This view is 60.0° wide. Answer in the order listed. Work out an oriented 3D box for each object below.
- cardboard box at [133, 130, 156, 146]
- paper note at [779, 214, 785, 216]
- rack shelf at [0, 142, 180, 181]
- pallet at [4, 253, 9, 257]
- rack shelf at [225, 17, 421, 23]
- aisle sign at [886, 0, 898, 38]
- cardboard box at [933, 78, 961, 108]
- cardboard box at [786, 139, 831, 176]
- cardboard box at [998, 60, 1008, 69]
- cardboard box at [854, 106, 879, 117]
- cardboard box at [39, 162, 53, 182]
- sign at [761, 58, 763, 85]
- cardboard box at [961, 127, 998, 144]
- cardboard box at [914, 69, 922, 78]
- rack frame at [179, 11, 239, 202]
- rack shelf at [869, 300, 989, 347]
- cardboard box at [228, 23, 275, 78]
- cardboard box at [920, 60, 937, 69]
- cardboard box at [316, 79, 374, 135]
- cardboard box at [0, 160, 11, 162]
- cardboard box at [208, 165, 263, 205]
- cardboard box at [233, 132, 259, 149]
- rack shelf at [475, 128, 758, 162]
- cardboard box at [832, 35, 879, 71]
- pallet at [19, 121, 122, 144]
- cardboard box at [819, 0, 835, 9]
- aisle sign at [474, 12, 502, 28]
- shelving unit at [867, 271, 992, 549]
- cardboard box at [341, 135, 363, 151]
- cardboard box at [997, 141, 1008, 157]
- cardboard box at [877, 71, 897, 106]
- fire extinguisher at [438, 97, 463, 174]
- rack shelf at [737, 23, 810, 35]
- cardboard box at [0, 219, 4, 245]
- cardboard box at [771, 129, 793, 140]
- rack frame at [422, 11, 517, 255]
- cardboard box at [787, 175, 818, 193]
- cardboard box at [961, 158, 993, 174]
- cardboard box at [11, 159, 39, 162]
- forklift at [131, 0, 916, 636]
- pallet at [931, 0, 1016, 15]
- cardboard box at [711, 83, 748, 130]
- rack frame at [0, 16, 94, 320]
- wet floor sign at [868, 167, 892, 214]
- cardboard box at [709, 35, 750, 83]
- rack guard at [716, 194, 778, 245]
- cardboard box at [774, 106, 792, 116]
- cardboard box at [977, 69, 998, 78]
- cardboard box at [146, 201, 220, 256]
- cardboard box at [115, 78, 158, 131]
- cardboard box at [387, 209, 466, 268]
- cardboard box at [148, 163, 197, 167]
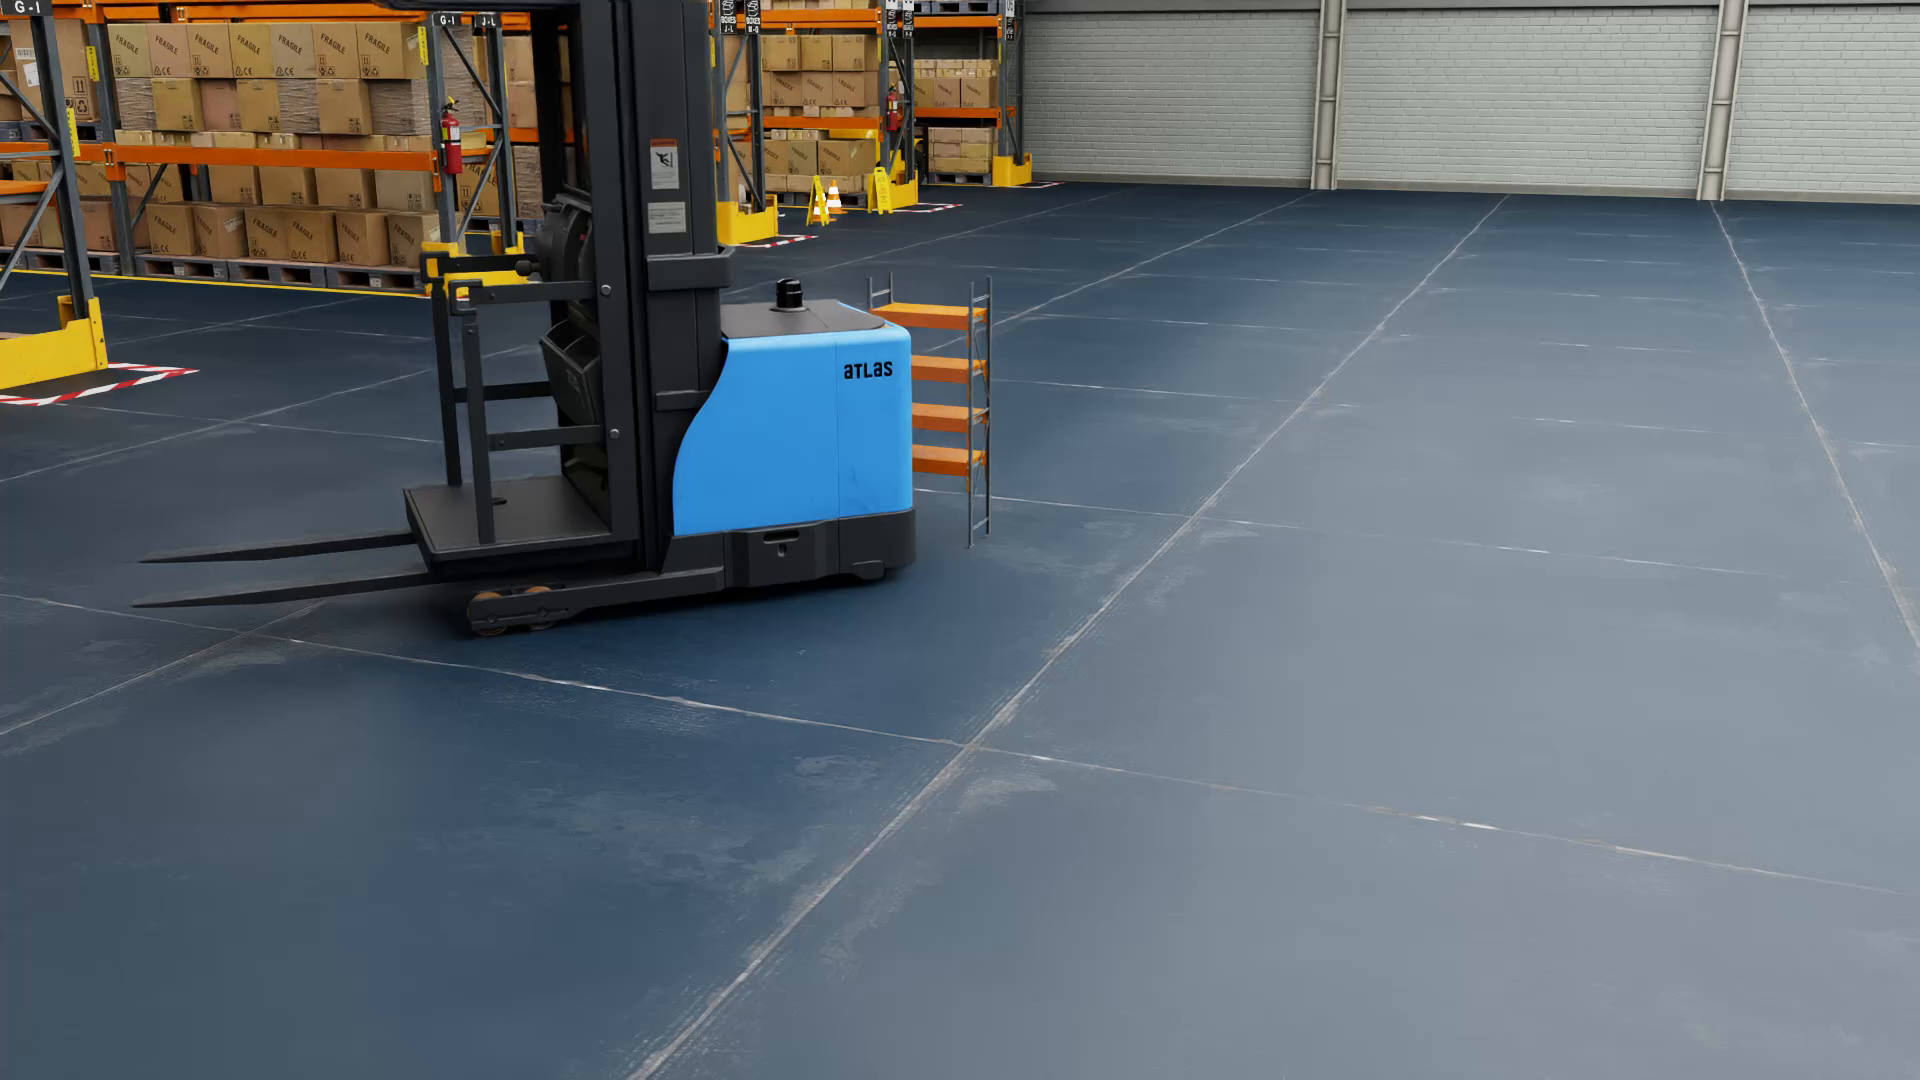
[{"bbox_3d":[-7.964,-3.997,16.513,0.250,0.149,0.380,6,17,21],"label":"cardboard box"},{"bbox_3d":[-2.534,-4.562,23.334,0.142,0.019,0.148,0,16,1],"label":"paper note"},{"bbox_3d":[-10.142,-4.106,17.727,4.000,0.370,1.077,6,17,21],"label":"rack shelf"},{"bbox_3d":[-11.276,-3.236,18.443,1.213,0.211,1.003,6,17,21],"label":"pallet"},{"bbox_3d":[-10.227,-8.526,27.571,4.000,0.370,1.077,6,17,21],"label":"rack shelf"},{"bbox_3d":[-0.973,-7.575,23.722,0.004,0.787,0.394,6,17,21],"label":"aisle sign"},{"bbox_3d":[-0.140,-7.781,28.917,0.500,0.500,0.500,7,18,22],"label":"cardboard box"},{"bbox_3d":[-2.252,-5.716,24.816,0.500,0.500,0.500,7,18,23],"label":"cardboard box"},{"bbox_3d":[0.659,-8.288,28.965,0.250,0.149,0.380,6,17,20],"label":"cardboard box"},{"bbox_3d":[-1.351,-6.270,24.341,0.250,0.149,0.380,7,18,22],"label":"cardboard box"},{"bbox_3d":[-12.727,-5.144,23.744,0.500,0.500,0.500,7,18,23],"label":"cardboard box"},{"bbox_3d":[-2.438,-5.711,20.270,0.005,0.325,0.100,6,17,21],"label":"sign"},{"bbox_3d":[0.350,-7.023,28.870,0.500,0.250,0.500,7,18,22],"label":"cardboard box"},{"bbox_3d":[-0.734,-8.143,28.999,0.250,0.149,0.380,6,17,21],"label":"cardboard box"},{"bbox_3d":[-10.089,-5.932,22.727,0.127,3.000,1.000,6,17,21],"label":"rack frame"},{"bbox_3d":[-0.136,-0.972,7.460,0.480,0.148,0.258,7,17,22],"label":"rack shelf"},{"bbox_3d":[-6.557,-4.656,15.823,0.500,0.500,0.500,6,17,21],"label":"cardboard box"},{"bbox_3d":[-0.499,-8.259,28.867,0.250,0.149,0.380,7,18,22],"label":"cardboard box"},{"bbox_3d":[-5.571,-4.112,15.744,0.500,0.500,0.875,6,17,21],"label":"cardboard box"},{"bbox_3d":[-14.289,-5.592,24.849,0.250,0.149,0.380,7,18,23],"label":"cardboard box"},{"bbox_3d":[-9.555,-4.968,22.687,0.750,0.750,1.050,6,17,20],"label":"cardboard box"},{"bbox_3d":[-6.792,-3.876,16.096,0.250,0.149,0.380,6,17,21],"label":"cardboard box"},{"bbox_3d":[-4.507,-4.973,20.713,4.000,0.370,1.077,6,17,21],"label":"rack shelf"},{"bbox_3d":[-1.480,-7.074,24.156,0.500,0.500,0.700,6,17,19],"label":"cardboard box"},{"bbox_3d":[-8.939,-4.271,17.348,1.213,0.211,1.003,6,17,21],"label":"pallet"},{"bbox_3d":[-1.837,-7.745,24.041,0.250,0.149,0.380,7,18,22],"label":"cardboard box"},{"bbox_3d":[-4.393,-5.157,15.396,0.004,0.787,0.394,6,17,21],"label":"aisle sign"},{"bbox_3d":[-0.136,-0.595,7.570,0.503,1.200,0.258,7,17,22],"label":"shelving unit"},{"bbox_3d":[-5.612,-3.760,15.696,0.250,0.149,0.380,6,17,21],"label":"cardboard box"},{"bbox_3d":[0.532,-6.919,29.408,0.500,0.250,0.500,7,17,22],"label":"cardboard box"},{"bbox_3d":[-1.263,-6.719,24.725,0.500,0.500,0.500,6,17,20],"label":"cardboard box"},{"bbox_3d":[-4.623,-3.669,15.071,0.183,0.674,0.296,6,17,21],"label":"fire extinguisher"},{"bbox_3d":[-4.688,-9.404,30.598,4.000,0.370,1.077,6,17,21],"label":"rack shelf"},{"bbox_3d":[-10.322,-3.494,18.023,0.500,0.500,0.700,8,18,25],"label":"cardboard box"},{"bbox_3d":[-2.609,-6.049,24.800,0.250,0.149,0.380,7,18,23],"label":"cardboard box"},{"bbox_3d":[-4.561,-3.838,15.512,0.127,3.000,1.000,6,17,21],"label":"rack frame"},{"bbox_3d":[-2.254,-5.357,24.924,0.500,0.250,0.500,6,17,21],"label":"cardboard box"},{"bbox_3d":[0.340,-6.543,29.009,0.500,0.250,0.500,6,17,21],"label":"cardboard box"},{"bbox_3d":[-13.219,-5.558,23.825,0.500,0.250,0.500,5,17,18],"label":"cardboard box"},{"bbox_3d":[-1.753,-1.205,6.568,3.031,2.935,1.130,-7,18,-22],"label":"forklift"},{"bbox_3d":[0.245,-9.173,28.668,1.213,0.211,1.003,6,17,21],"label":"pallet"},{"bbox_3d":[-3.009,-5.212,19.977,0.550,0.550,0.875,6,17,21],"label":"cardboard box"},{"bbox_3d":[-6.378,-2.553,11.087,0.127,3.000,1.000,6,17,21],"label":"rack frame"},{"bbox_3d":[-1.140,-4.980,23.671,0.232,0.644,0.267,14,21,40],"label":"wet floor sign"},{"bbox_3d":[-2.978,-5.752,19.902,0.550,0.550,0.875,6,17,21],"label":"cardboard box"},{"bbox_3d":[-2.624,-3.911,20.248,0.348,0.500,1.175,6,17,21],"label":"rack guard"},{"bbox_3d":[-2.566,-6.383,24.729,0.250,0.149,0.380,6,17,20],"label":"cardboard box"},{"bbox_3d":[0.468,-8.018,28.569,0.250,0.149,0.380,7,17,21],"label":"cardboard box"},{"bbox_3d":[-7.924,-3.197,17.035,0.500,0.500,0.500,6,17,19],"label":"cardboard box"},{"bbox_3d":[-7.886,-4.376,16.653,0.500,0.500,0.875,6,17,21],"label":"cardboard box"},{"bbox_3d":[-5.135,-2.907,16.037,0.500,0.500,0.500,10,19,31],"label":"cardboard box"},{"bbox_3d":[-10.821,-5.295,22.919,0.500,0.250,0.500,6,17,19],"label":"cardboard box"}]
